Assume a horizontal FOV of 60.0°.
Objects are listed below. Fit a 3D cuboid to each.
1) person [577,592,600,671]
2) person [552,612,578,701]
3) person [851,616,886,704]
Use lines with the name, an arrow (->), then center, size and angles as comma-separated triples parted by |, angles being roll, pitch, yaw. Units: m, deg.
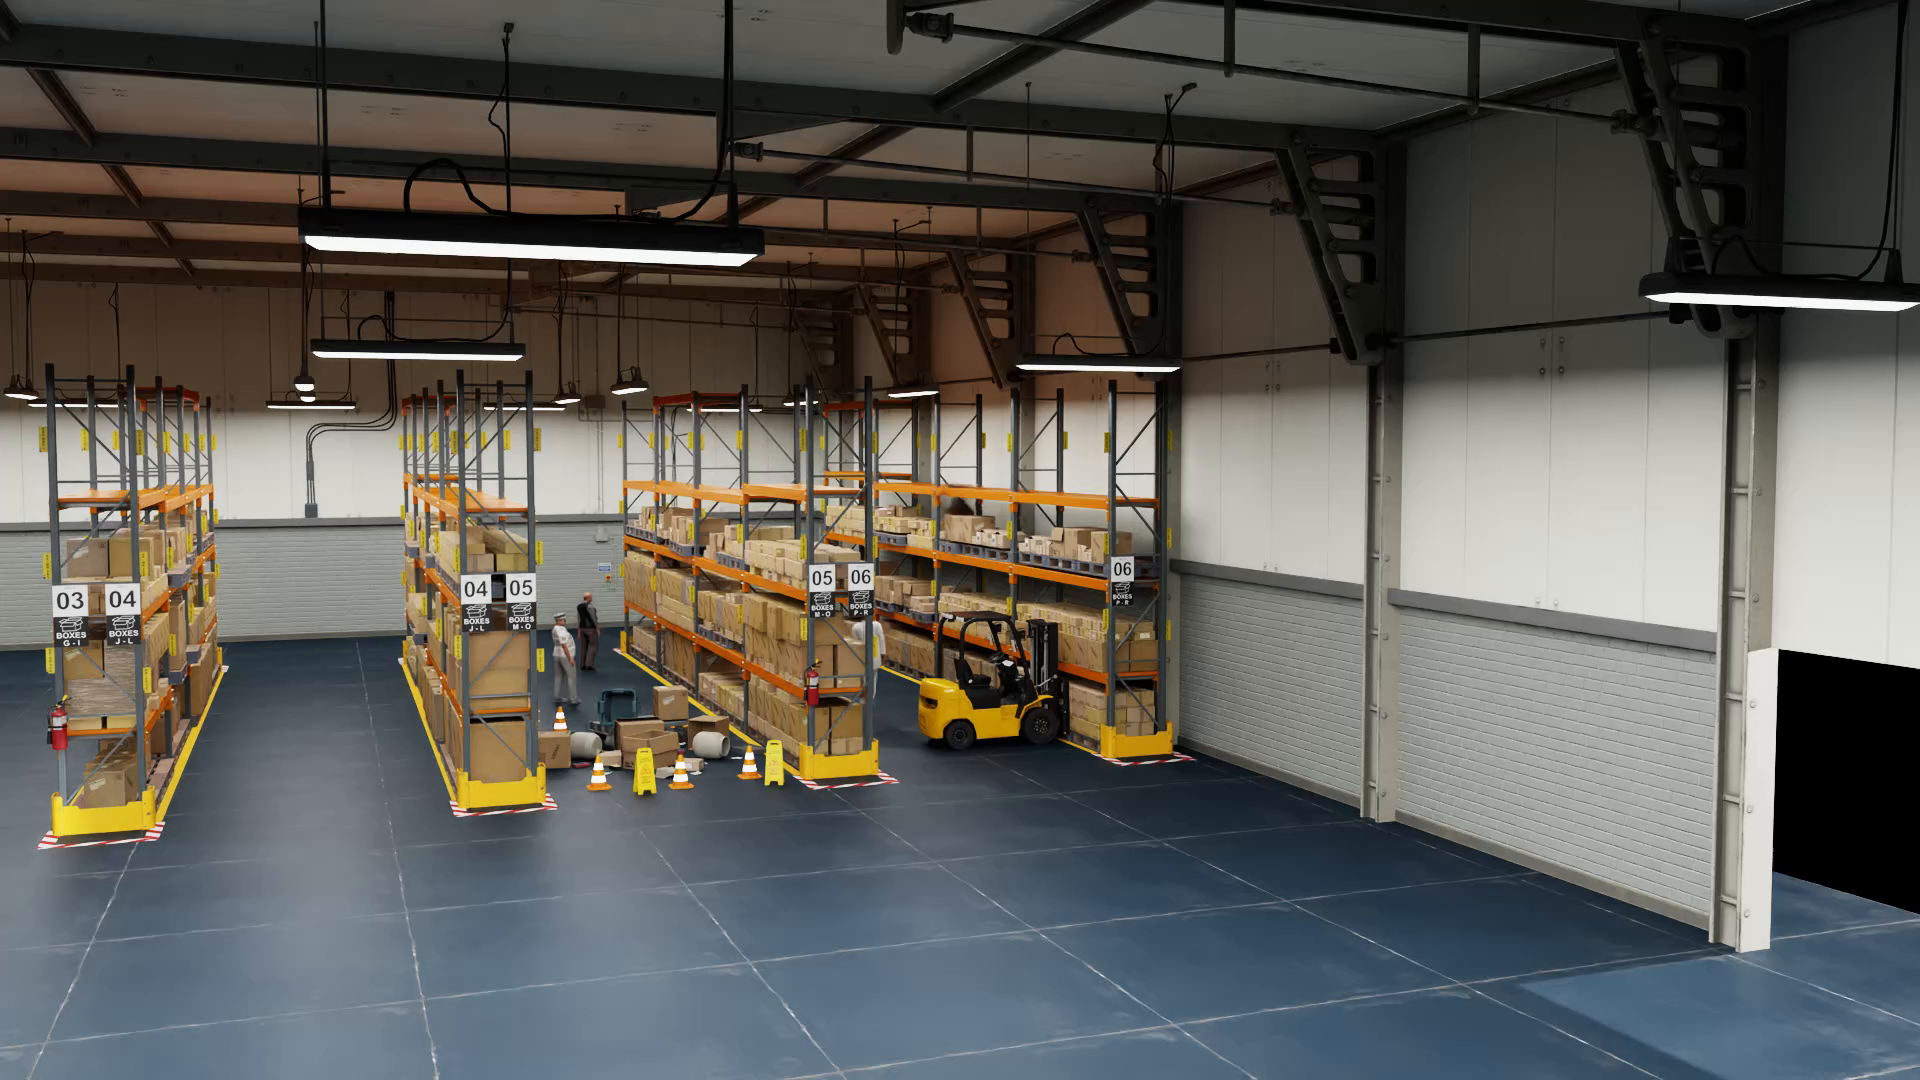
person -> -8.161, 2.006, 36.445 | 0.536, 1.725, 0.400 | 3, 4, 39
person -> -7.596, 2.222, 31.884 | 0.595, 1.672, 0.439 | 3, 4, 39
person -> -1.676, 2.113, 30.210 | 0.604, 1.797, 0.753 | -1, 3, -16
